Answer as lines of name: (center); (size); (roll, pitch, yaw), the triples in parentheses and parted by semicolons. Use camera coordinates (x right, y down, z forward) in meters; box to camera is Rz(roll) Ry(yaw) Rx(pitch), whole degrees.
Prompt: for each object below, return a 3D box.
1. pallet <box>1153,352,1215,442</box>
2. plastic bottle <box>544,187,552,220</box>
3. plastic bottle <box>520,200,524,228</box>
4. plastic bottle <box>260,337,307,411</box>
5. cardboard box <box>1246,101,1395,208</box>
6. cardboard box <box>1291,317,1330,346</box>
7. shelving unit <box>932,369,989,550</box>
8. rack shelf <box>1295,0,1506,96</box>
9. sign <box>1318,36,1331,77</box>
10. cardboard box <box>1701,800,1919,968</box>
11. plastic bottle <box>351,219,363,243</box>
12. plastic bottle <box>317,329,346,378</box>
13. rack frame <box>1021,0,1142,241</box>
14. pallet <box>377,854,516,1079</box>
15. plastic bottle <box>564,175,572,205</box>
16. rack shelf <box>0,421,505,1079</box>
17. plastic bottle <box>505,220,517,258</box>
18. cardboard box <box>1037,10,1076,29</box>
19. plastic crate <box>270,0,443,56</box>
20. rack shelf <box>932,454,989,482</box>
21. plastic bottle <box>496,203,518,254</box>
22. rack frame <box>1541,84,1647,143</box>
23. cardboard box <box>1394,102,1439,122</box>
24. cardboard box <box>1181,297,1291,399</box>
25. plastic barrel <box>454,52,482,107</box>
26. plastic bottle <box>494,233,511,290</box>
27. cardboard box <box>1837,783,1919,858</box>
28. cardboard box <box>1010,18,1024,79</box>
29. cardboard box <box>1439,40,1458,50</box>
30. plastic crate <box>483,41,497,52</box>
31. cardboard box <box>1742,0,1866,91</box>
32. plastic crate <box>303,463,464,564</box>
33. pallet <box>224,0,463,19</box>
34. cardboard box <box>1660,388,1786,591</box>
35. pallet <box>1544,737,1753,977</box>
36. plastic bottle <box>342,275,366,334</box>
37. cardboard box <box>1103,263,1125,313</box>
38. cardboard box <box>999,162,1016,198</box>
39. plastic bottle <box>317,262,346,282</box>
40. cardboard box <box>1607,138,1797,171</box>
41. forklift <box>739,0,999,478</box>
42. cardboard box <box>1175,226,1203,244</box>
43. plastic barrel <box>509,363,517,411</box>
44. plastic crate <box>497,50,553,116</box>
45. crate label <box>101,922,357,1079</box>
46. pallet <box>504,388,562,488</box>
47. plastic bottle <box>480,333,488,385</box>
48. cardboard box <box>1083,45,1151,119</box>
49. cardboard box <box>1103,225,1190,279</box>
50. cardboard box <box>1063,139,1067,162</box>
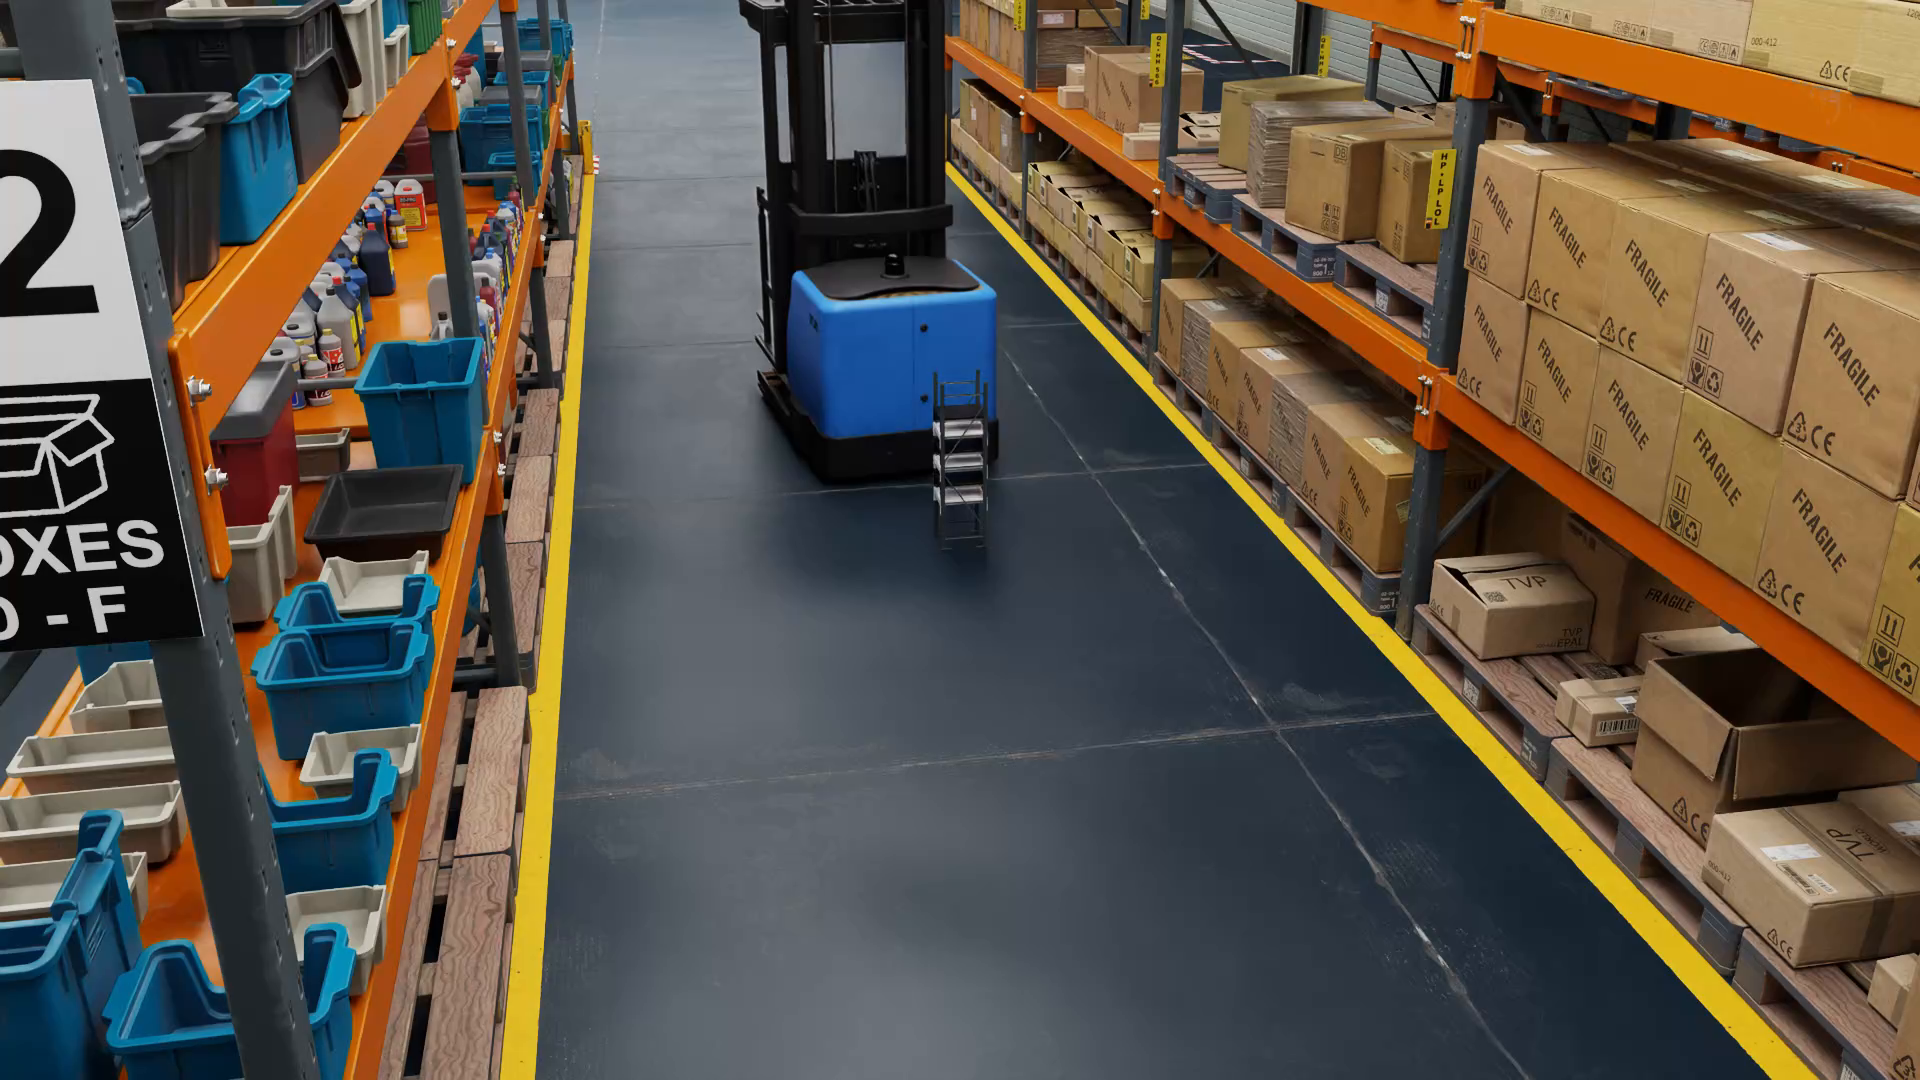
pallet: (1.892, -0.959, 10.682); (1.003, 0.211, 1.213); (-4, 24, -10)
plastic bottle: (-3.636, -2.973, 14.654); (0.061, 0.283, 0.133); (-4, 24, -10)
plastic bottle: (-2.580, -1.903, 9.607); (0.097, 0.201, 0.097); (0, 24, 0)
plastic bottle: (-2.728, -0.669, 6.689); (0.152, 0.276, 0.135); (-4, 24, -10)
cardboard box: (2.000, -2.158, 9.295); (0.700, 0.500, 0.500); (0, 24, 0)
cardboard box: (2.290, -1.035, 9.946); (0.500, 0.500, 0.500); (-5, 24, -12)
shelving unit: (0.001, -0.409, 8.563); (0.258, 0.900, 0.210); (-4, 24, -10)
rack shelf: (2.161, -2.792, 8.545); (1.077, 0.370, 4.000); (-4, 24, -10)
sign: (2.323, -3.072, 10.687); (0.100, 0.325, 0.005); (-4, 24, -10)
cardboard box: (2.782, 1.100, 5.369); (0.500, 0.250, 0.500); (-4, 24, -10)
plastic bottle: (-3.167, -1.542, 8.694); (0.097, 0.271, 0.097); (0, 24, 0)
plastic bottle: (-2.676, -0.795, 7.071); (0.097, 0.201, 0.097); (0, 24, 0)
rack frame: (1.052, -4.107, 14.405); (1.000, 3.000, 0.127); (-4, 24, -10)
pallet: (-1.934, 1.450, 5.166); (1.003, 0.211, 1.213); (-4, 24, -10)
plastic bottle: (-3.583, -3.189, 15.148); (0.061, 0.283, 0.133); (-3, 24, -7)
rack shelf: (-1.968, 0.521, 4.707); (1.077, 0.370, 4.000); (-4, 24, -10)
plastic bottle: (-2.447, -1.621, 8.961); (0.097, 0.201, 0.097); (0, 24, 0)
cardboard box: (0.791, -4.541, 14.464); (0.380, 0.149, 0.250); (-4, 24, -10)
plastic crate: (-1.962, -1.728, 5.476); (0.450, 0.188, 0.662); (-4, 24, -10)
rack shelf: (0.001, -0.379, 8.576); (0.258, 0.077, 0.200); (-4, 24, -10)
plastic bottle: (-2.465, -1.691, 9.035); (0.097, 0.271, 0.097); (0, 24, 0)
rack frame: (5.919, -4.475, 15.248); (1.000, 3.000, 0.127); (-4, 24, -10)
cardboard box: (5.219, -4.739, 18.662); (0.500, 0.311, 0.500); (-7, 25, -16)
cardboard box: (1.697, -1.184, 10.286); (0.500, 0.500, 0.500); (-5, 24, -12)
plastic barrel: (-3.855, -3.411, 12.643); (0.433, 0.535, 0.433); (0, 24, 0)
plastic bottle: (-2.313, -1.412, 8.382); (0.061, 0.283, 0.133); (-4, 24, -10)
cardboard box: (3.264, 1.044, 5.499); (0.500, 0.250, 0.500); (-4, 24, -10)
cardboard box: (0.860, -4.534, 15.258); (0.700, 0.500, 0.500); (-5, 24, -10)
cardboard box: (5.248, -5.170, 17.002); (0.500, 0.250, 0.500); (-4, 24, -9)
plastic crate: (-4.707, -4.818, 16.364); (0.298, 0.136, 0.250); (-4, 24, -10)
cardboard box: (2.653, -1.466, 4.799); (0.500, 0.250, 0.500); (-4, 24, -10)
plastic crate: (-1.867, -0.076, 5.445); (0.437, 0.125, 0.590); (-4, 24, -10)
pallet: (-2.578, -2.184, 6.491); (1.213, 0.211, 1.003); (-4, 24, -10)
cardboard box: (2.641, -0.187, 5.306); (0.500, 0.500, 0.500); (-5, 24, -10)
pallet: (2.886, 1.069, 6.039); (1.003, 0.211, 1.213); (-4, 24, -10)
plastic bottle: (-2.795, -1.079, 7.633); (0.097, 0.271, 0.097); (0, 24, 0)
cardboard box: (1.356, -1.857, 12.165); (0.500, 0.250, 0.500); (-5, 24, -10)
cardboard box: (0.669, -3.403, 15.704); (0.500, 0.250, 0.500); (-4, 24, -10)
plastic bottle: (-2.957, -1.155, 7.803); (0.152, 0.276, 0.135); (-4, 24, -10)
cardboard box: (2.879, -1.284, 6.569); (0.500, 0.500, 0.500); (-4, 24, -9)
forklift: (-0.695, -2.253, 10.247); (1.130, 2.935, 3.031); (-7, 25, -16)
cardboard box: (1.878, -2.156, 12.150); (0.500, 0.311, 0.500); (-5, 24, -11)
plastic barrel: (-2.970, -1.175, 9.879); (0.600, 0.830, 0.708); (-4, 24, -10)
plastic crate: (-3.427, -3.603, 13.172); (0.402, 0.464, 0.583); (-4, 24, -10)
crate label: (-1.320, 0.906, 3.061); (0.416, 0.233, 0.303); (-4, 24, -10)
pallet: (-2.890, -0.583, 9.822); (1.003, 0.211, 1.213); (-4, 24, -10)
plastic bottle: (-2.011, -0.770, 6.910); (0.061, 0.283, 0.133); (-4, 24, -10)
cardboard box: (1.275, -3.642, 13.216); (0.500, 0.500, 0.500); (-3, 24, -6)
cardboard box: (1.350, -2.114, 12.054); (0.500, 0.311, 0.500); (-5, 24, -11)
cardboard box: (1.174, -3.784, 15.641); (0.500, 0.500, 0.500); (-4, 24, -10)
